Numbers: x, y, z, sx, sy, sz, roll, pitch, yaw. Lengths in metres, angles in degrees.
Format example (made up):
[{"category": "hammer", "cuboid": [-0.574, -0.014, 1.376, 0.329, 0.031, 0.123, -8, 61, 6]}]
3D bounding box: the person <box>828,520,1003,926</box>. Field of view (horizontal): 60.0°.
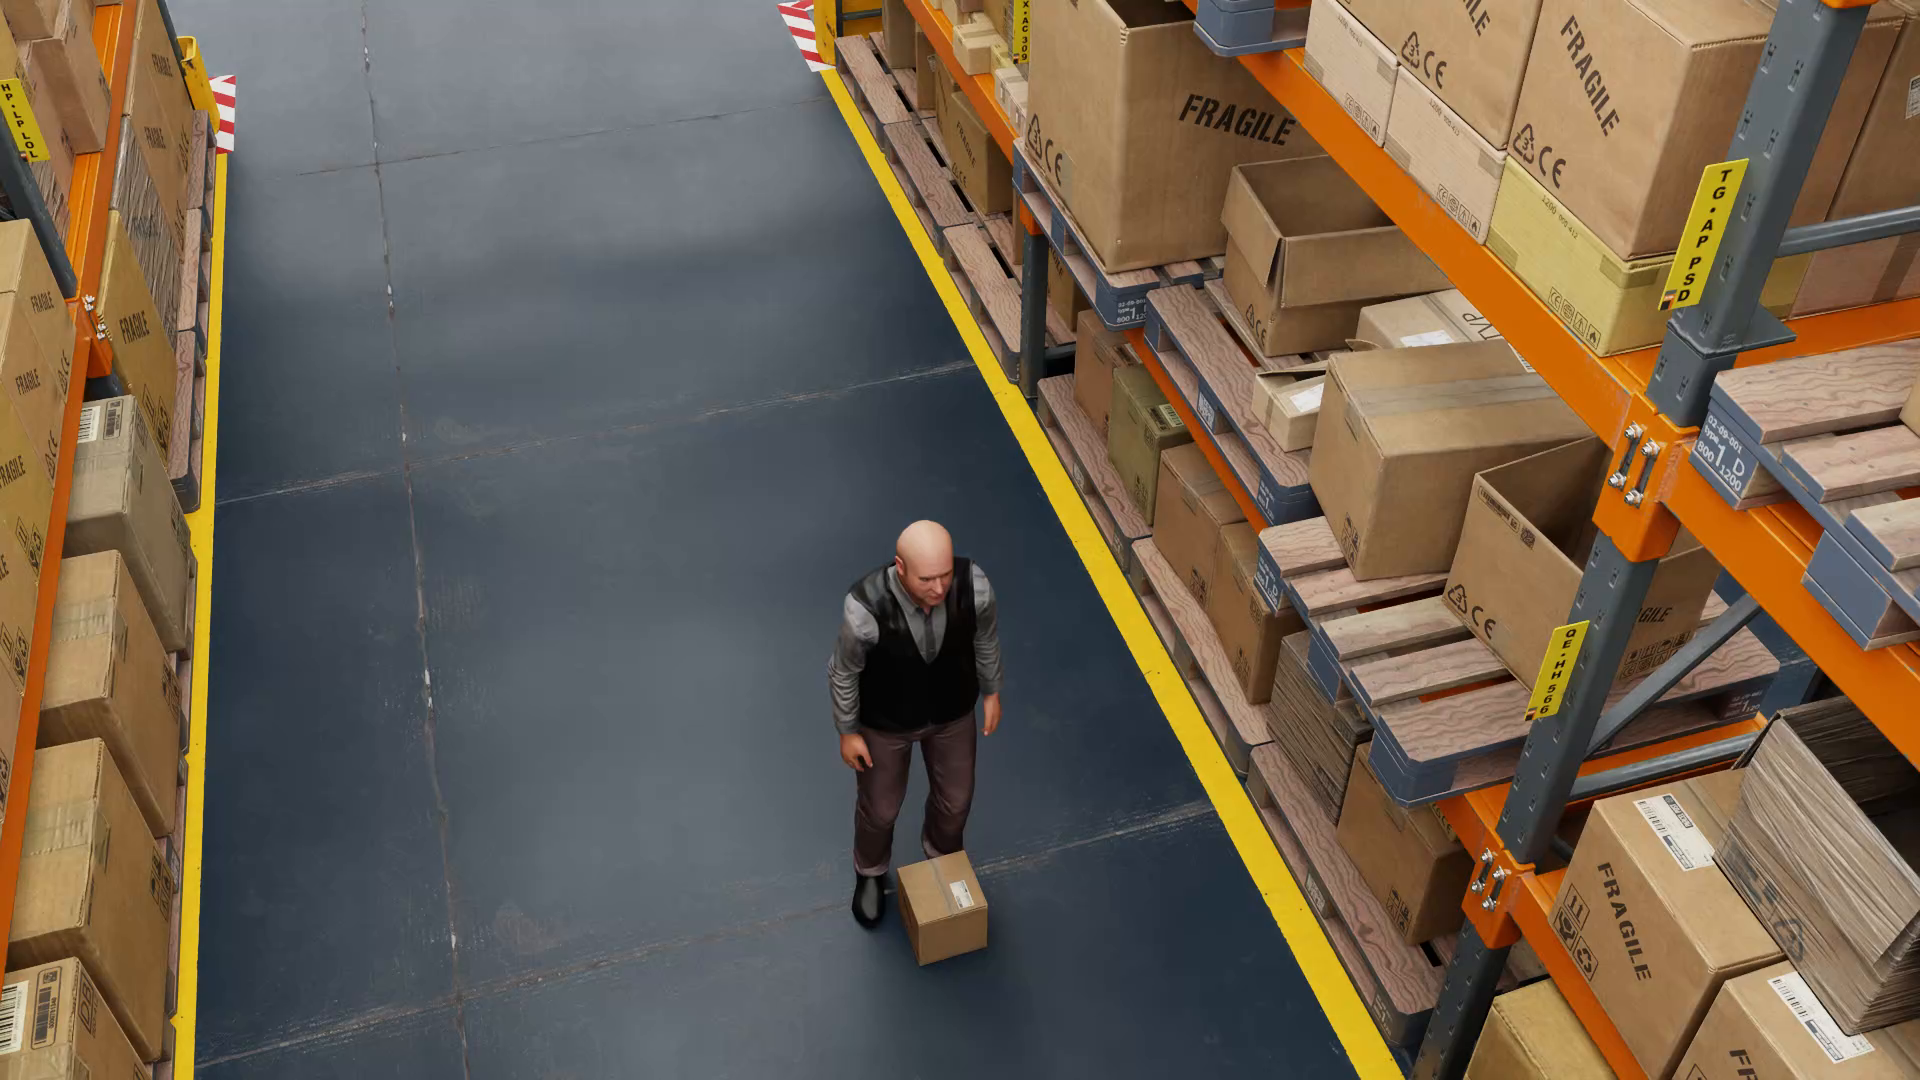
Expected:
[{"category": "person", "cuboid": [-0.136, 0.582, 5.529, 0.593, 1.722, 0.466, -14, 44, -15]}]
